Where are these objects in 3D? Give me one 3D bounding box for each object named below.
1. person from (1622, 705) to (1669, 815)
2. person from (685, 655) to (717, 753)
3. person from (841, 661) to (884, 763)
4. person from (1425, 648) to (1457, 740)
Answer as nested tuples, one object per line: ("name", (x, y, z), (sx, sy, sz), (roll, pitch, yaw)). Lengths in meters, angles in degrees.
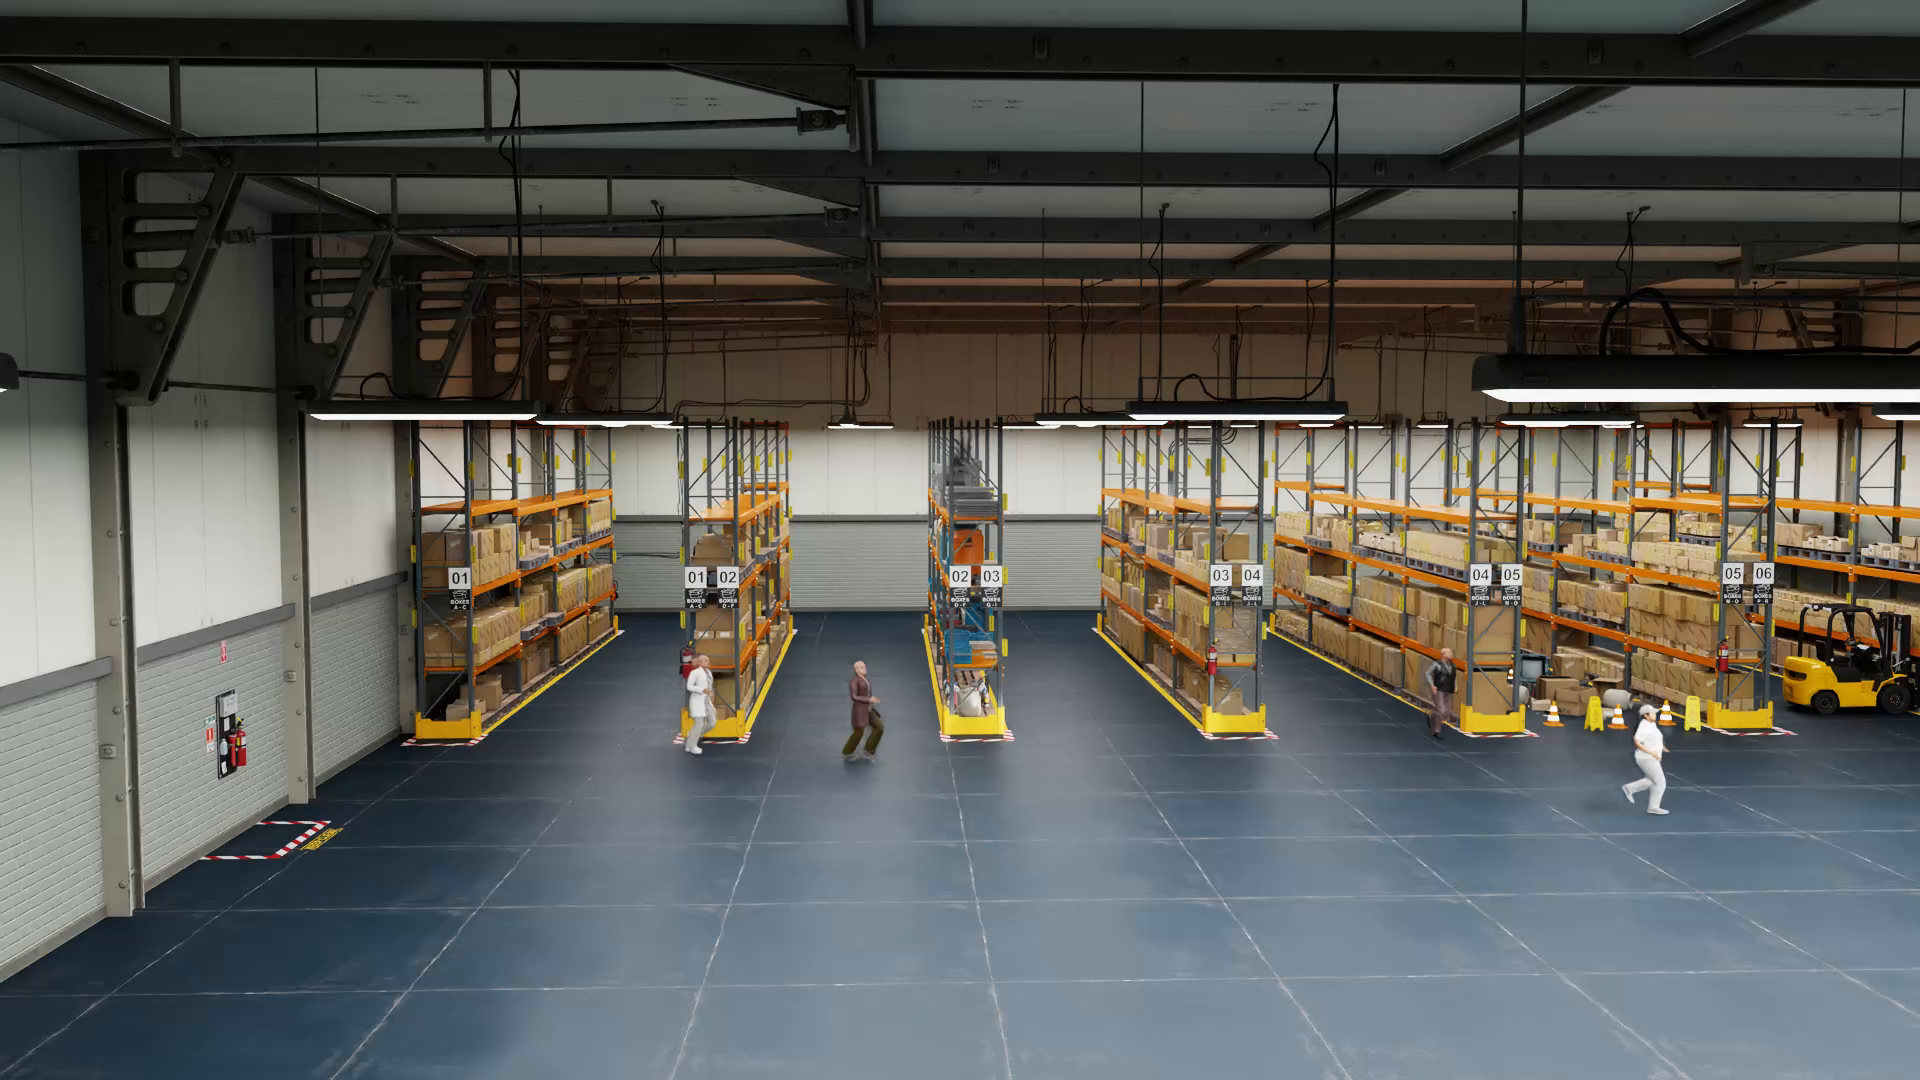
("person", (10.299, 3.281, 24.973), (0.688, 1.621, 0.613), (2, 4, 30))
("person", (-4.570, 2.922, 29.719), (0.661, 1.726, 0.725), (2, 4, 32))
("person", (-1.684, 2.985, 28.760), (0.795, 1.801, 0.719), (2, 4, 26))
("person", (9.058, 2.863, 31.243), (0.697, 1.680, 0.629), (-1, 4, -21))
